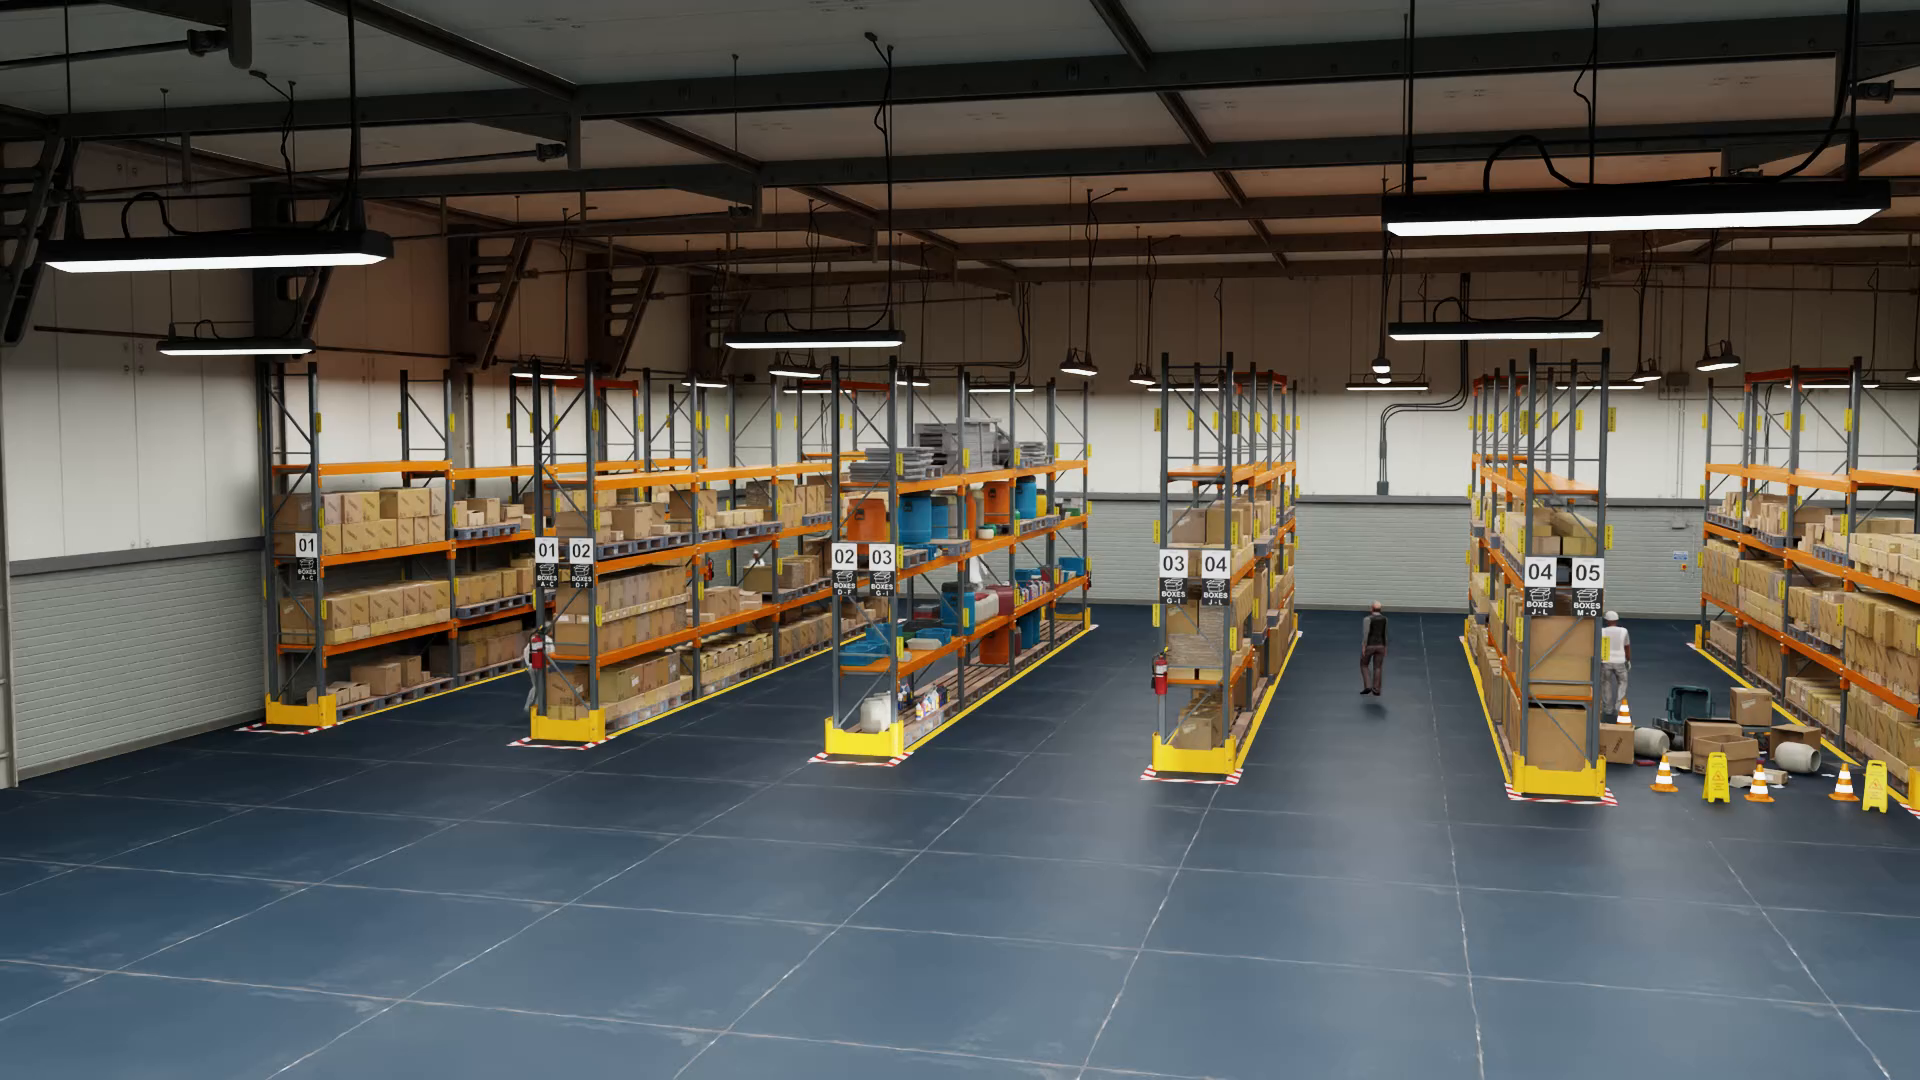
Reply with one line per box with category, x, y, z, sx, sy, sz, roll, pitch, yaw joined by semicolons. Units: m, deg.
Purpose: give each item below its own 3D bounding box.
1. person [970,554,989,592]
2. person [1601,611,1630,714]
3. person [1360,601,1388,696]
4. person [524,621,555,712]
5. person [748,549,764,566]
person;0.453;0.943;45.327;1.145;1.733;0.547;2;5;29
person;11.213;2.109;28.569;0.583;1.783;0.553;1;4;15
person;7.623;2.005;30.539;0.554;1.749;0.498;0;4;-6
person;-7.214;2.205;28.646;0.622;1.580;0.708;1;4;17
person;-5.441;1.050;44.298;0.514;1.622;1.041;0;4;6
